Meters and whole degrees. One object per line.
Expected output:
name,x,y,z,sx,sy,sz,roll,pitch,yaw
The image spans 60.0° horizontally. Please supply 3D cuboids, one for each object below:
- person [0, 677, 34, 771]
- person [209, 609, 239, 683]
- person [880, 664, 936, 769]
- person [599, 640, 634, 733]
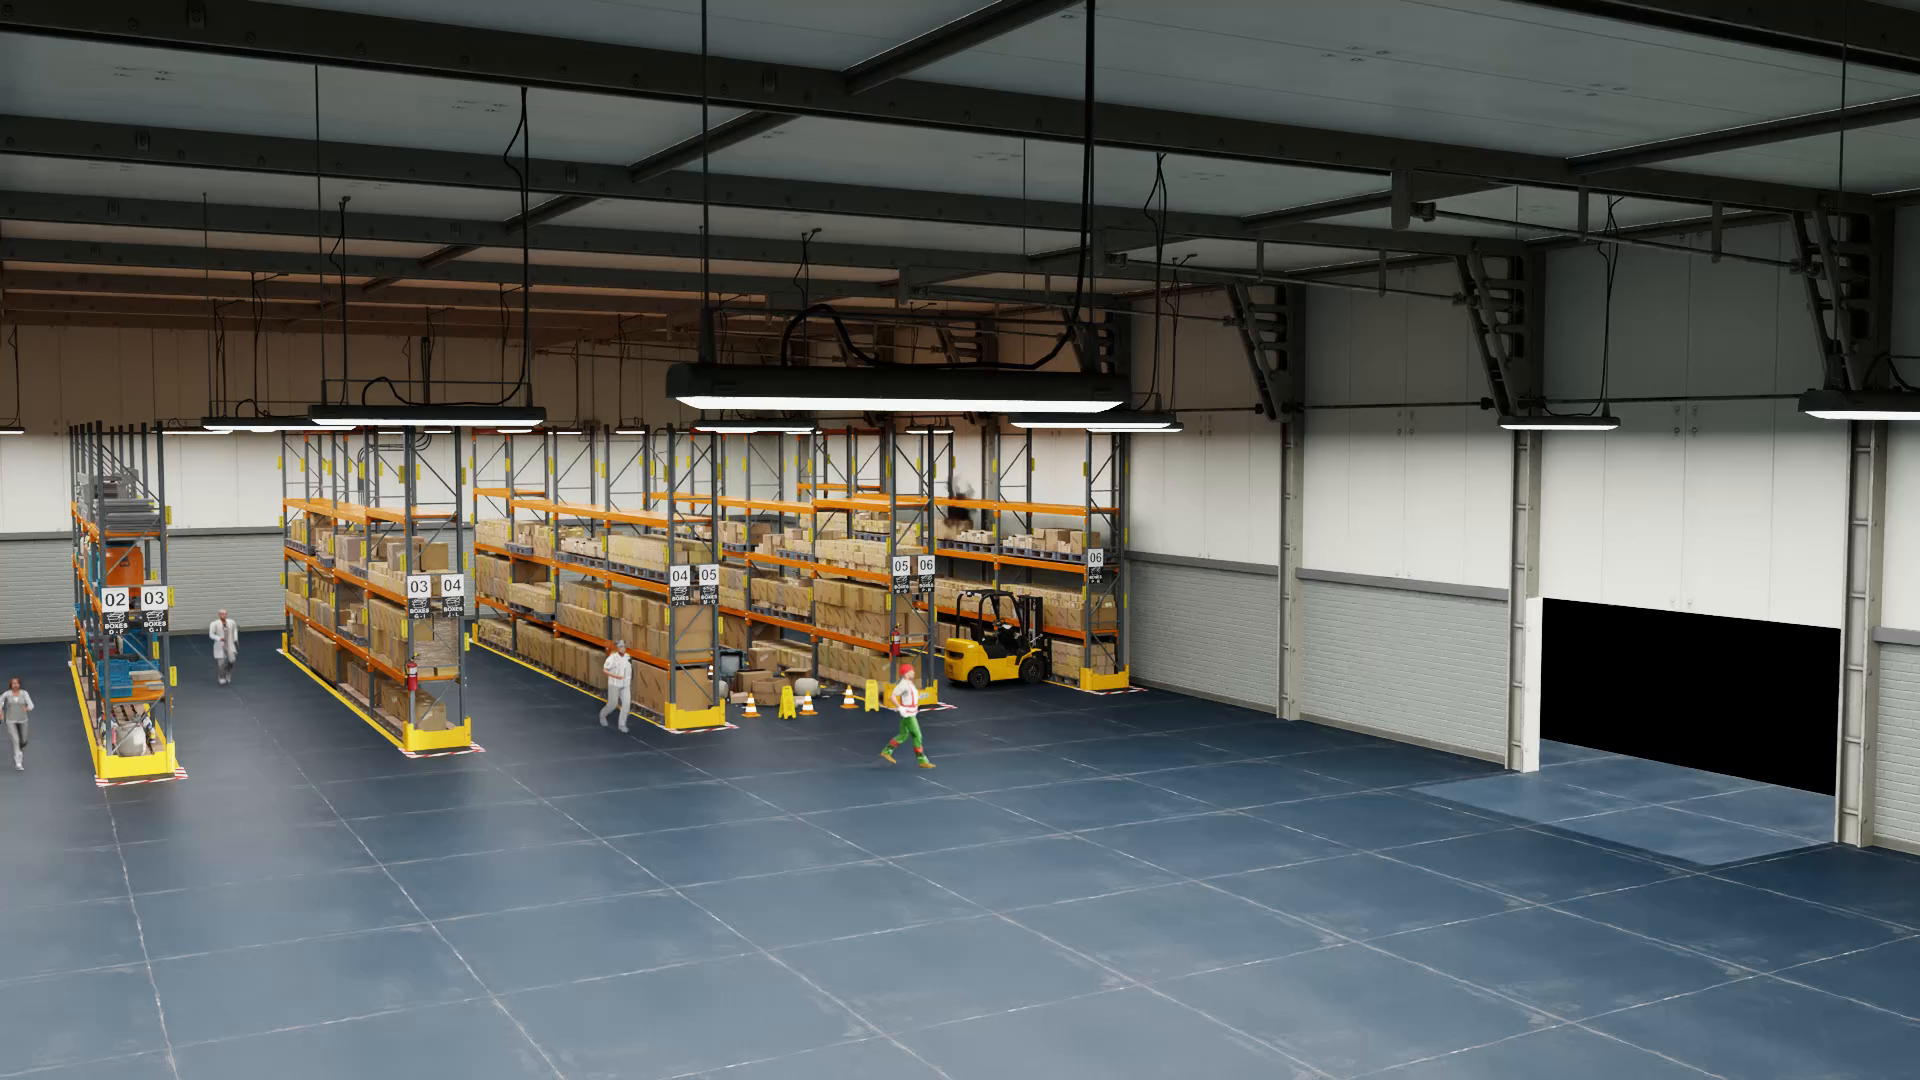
person,-16.315,3.153,28.737,0.547,1.569,0.823,-3,5,-39
person,-16.993,2.467,38.438,0.680,1.737,0.785,-3,5,-39
person,-0.894,3.025,28.651,0.991,1.781,0.659,0,4,5
person,-6.662,2.835,32.531,0.669,1.785,0.819,-3,5,-40
